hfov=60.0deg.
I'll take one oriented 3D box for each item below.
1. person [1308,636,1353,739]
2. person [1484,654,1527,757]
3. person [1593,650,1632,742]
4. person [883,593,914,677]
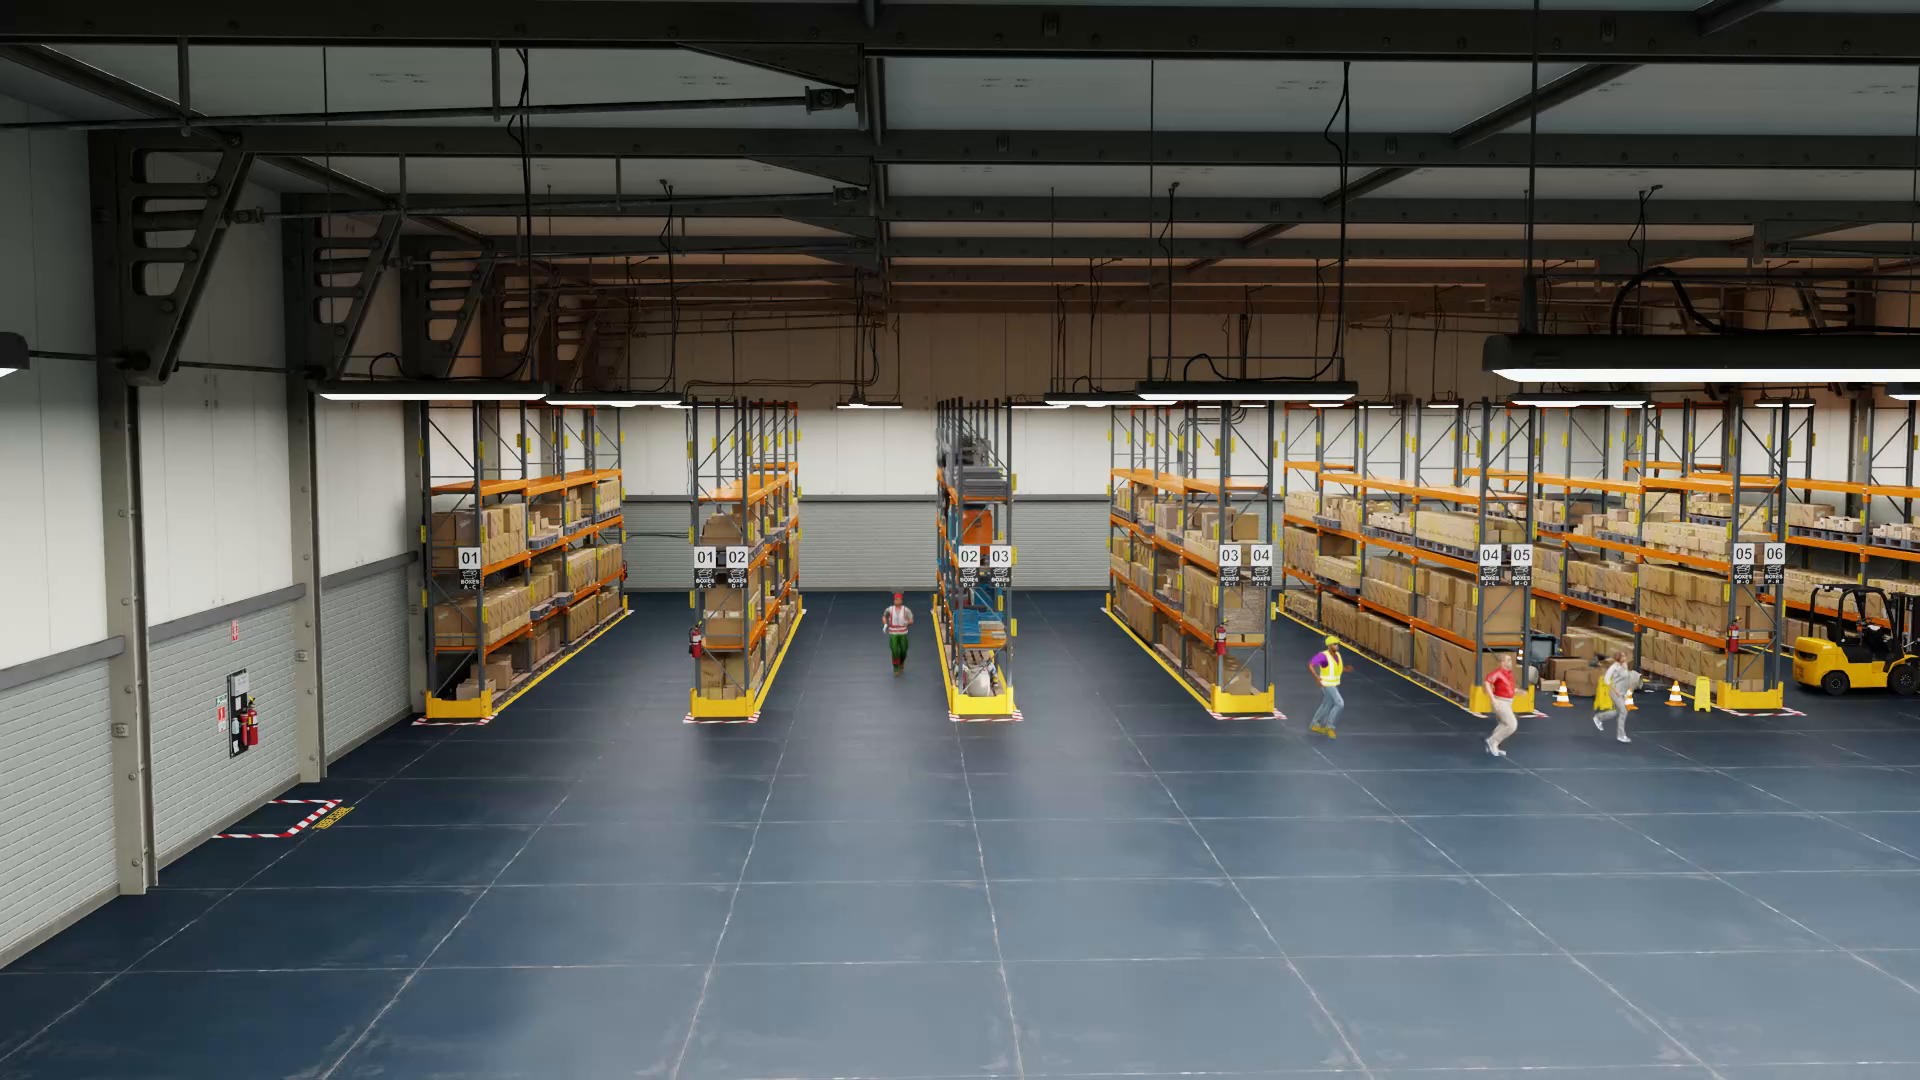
[{"bbox_3d":[6.543,2.597,29.324,0.745,1.823,0.661,4,6,39],"label":"person"},{"bbox_3d":[9.066,2.742,27.607,0.617,1.702,0.667,3,5,33],"label":"person"},{"bbox_3d":[11.394,2.705,28.990,0.540,1.572,0.735,-4,6,-40],"label":"person"},{"bbox_3d":[-1.339,2.041,36.059,0.667,1.768,0.967,0,4,-4],"label":"person"}]
